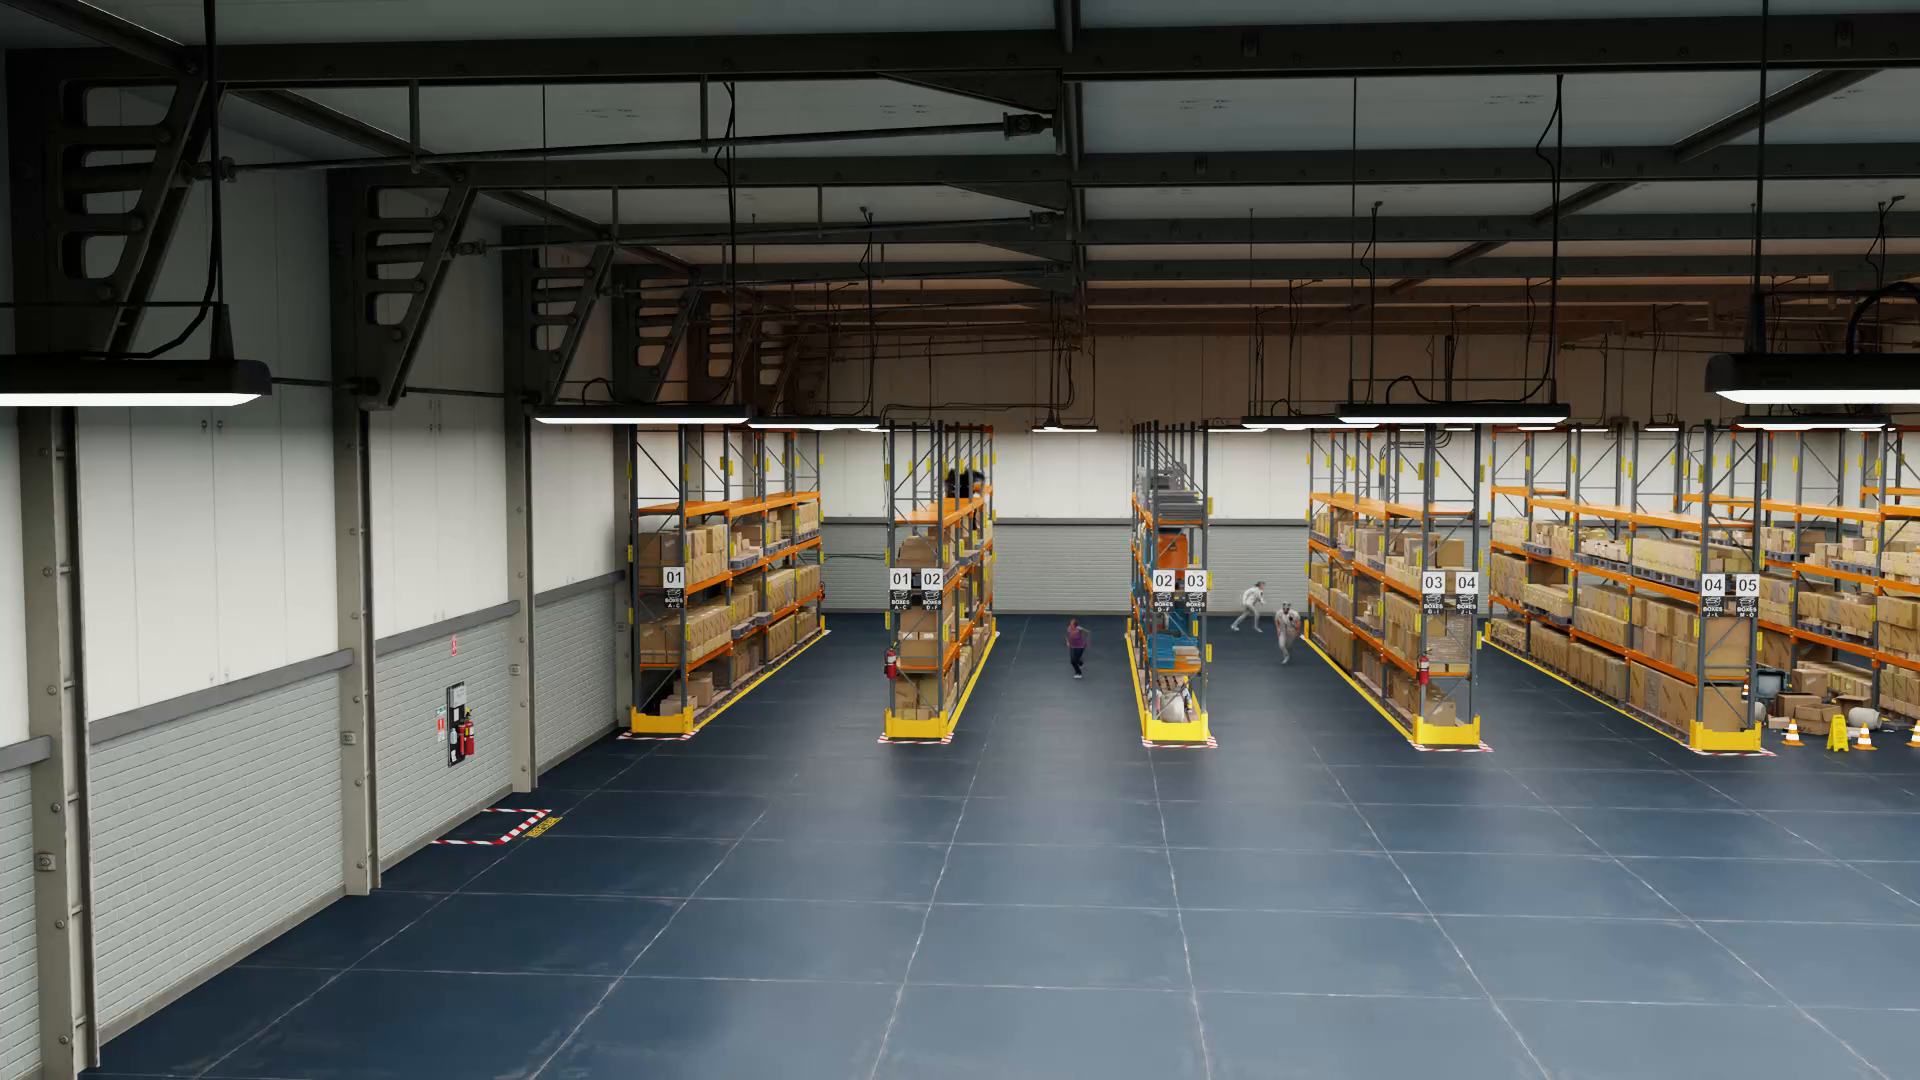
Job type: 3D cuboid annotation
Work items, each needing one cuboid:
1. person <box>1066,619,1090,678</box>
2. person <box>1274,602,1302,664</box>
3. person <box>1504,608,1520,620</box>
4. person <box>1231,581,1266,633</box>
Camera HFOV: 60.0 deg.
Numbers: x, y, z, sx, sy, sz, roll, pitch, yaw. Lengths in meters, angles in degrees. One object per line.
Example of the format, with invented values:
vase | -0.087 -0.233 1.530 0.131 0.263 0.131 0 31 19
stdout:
person | 2.757 2.545 38.894 0.561 1.430 0.768 1 4 22
person | 8.221 2.308 41.656 0.667 1.569 0.987 1 4 16
person | 15.789 1.947 47.220 0.677 1.601 0.524 0 4 5
person | 8.353 1.915 48.090 1.021 1.513 0.607 2 4 30
